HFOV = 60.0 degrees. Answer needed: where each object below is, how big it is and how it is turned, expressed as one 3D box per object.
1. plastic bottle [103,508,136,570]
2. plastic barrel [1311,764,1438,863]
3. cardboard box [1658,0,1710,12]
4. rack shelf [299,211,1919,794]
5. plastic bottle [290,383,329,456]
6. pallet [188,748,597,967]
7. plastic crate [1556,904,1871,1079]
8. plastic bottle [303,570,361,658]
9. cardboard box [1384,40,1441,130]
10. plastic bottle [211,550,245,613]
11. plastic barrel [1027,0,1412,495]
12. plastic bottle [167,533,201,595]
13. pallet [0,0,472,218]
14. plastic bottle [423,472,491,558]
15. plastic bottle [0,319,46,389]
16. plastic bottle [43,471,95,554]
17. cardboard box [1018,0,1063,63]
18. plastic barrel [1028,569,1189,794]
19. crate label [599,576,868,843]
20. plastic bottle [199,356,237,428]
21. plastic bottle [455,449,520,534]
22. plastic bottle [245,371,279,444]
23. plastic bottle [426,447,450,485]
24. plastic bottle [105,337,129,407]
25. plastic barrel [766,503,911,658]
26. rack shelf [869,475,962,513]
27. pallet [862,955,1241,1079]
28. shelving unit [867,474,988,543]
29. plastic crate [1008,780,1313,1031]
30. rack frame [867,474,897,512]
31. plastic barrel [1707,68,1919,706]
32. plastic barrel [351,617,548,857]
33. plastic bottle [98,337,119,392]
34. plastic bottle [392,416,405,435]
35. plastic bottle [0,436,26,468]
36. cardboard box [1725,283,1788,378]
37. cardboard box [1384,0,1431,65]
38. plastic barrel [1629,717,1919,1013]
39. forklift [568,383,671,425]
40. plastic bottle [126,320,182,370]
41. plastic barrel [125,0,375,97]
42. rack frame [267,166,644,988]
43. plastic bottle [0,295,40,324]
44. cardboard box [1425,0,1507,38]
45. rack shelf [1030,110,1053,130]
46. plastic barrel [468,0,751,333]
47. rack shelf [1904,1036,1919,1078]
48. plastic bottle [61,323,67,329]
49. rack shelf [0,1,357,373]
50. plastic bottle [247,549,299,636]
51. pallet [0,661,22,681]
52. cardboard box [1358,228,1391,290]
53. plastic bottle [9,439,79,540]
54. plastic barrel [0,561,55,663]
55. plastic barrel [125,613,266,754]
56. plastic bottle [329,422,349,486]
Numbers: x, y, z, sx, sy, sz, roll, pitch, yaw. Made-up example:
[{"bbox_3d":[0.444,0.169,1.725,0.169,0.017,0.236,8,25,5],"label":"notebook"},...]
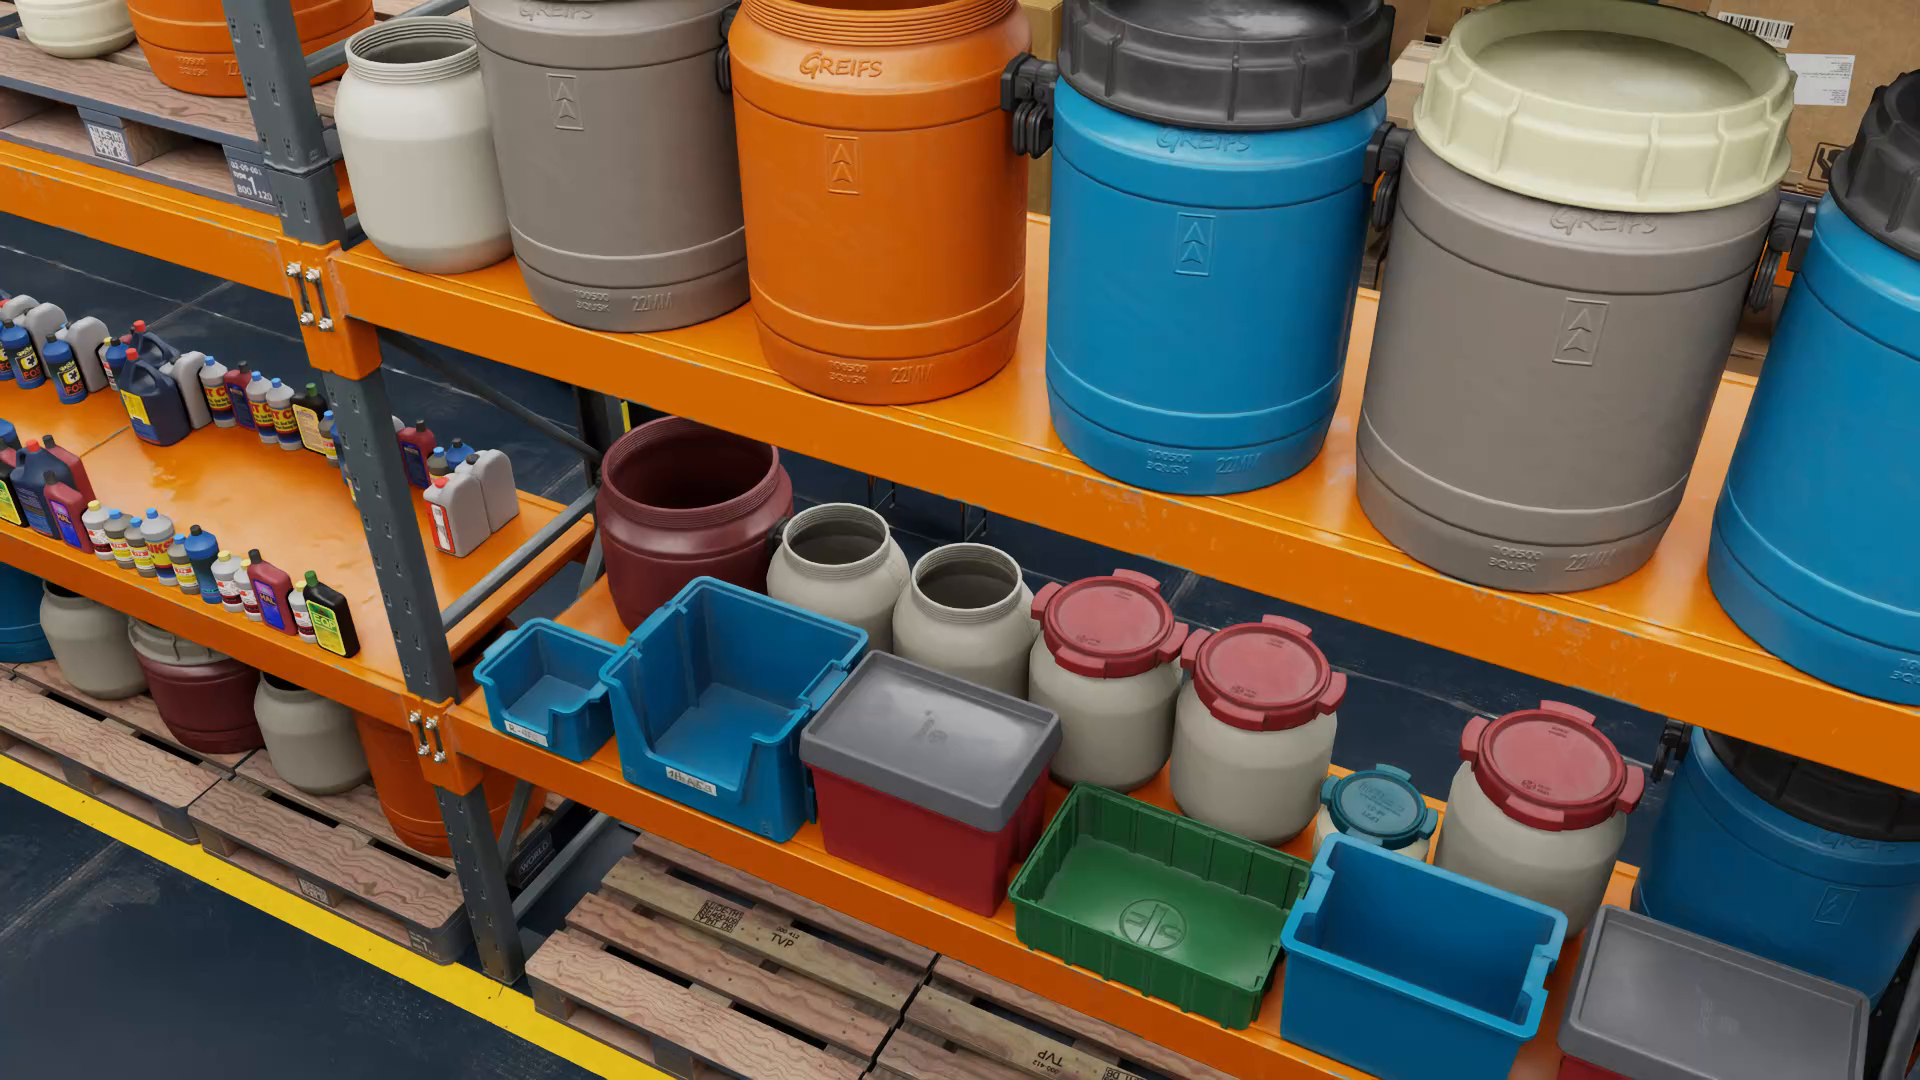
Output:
[{"bbox_3d":[-2.740,-0.012,5.449,0.097,0.201,0.097,0,37,0],"label":"plastic bottle"},{"bbox_3d":[1.080,0.778,4.359,0.301,0.262,0.301,0,37,0],"label":"plastic barrel"},{"bbox_3d":[5.386,-3.787,11.771,0.750,0.750,1.050,17,41,21],"label":"cardboard box"},{"bbox_3d":[0.409,-0.292,3.767,4.000,0.370,1.077,17,41,21],"label":"rack shelf"},{"bbox_3d":[-2.317,-0.441,5.947,0.133,0.283,0.061,17,41,21],"label":"plastic bottle"},{"bbox_3d":[-2.086,0.974,6.292,1.213,0.211,1.003,17,41,21],"label":"pallet"},{"bbox_3d":[1.614,1.177,3.666,0.583,0.464,0.402,17,41,21],"label":"plastic crate"},{"bbox_3d":[-1.923,0.224,5.071,0.133,0.283,0.061,17,41,21],"label":"plastic bottle"},{"bbox_3d":[2.293,-2.117,7.834,0.500,0.250,0.500,16,40,20],"label":"cardboard box"},{"bbox_3d":[-2.308,0.123,5.271,0.097,0.201,0.097,0,37,0],"label":"plastic bottle"},{"bbox_3d":[0.472,-0.610,3.177,0.708,0.901,0.600,17,41,21],"label":"plastic barrel"},{"bbox_3d":[-2.481,0.069,5.342,0.097,0.201,0.097,0,37,0],"label":"plastic bottle"},{"bbox_3d":[-2.001,-1.324,4.689,1.213,0.211,1.003,17,41,21],"label":"pallet"},{"bbox_3d":[-1.673,-0.102,5.506,0.135,0.276,0.152,17,41,21],"label":"plastic bottle"},{"bbox_3d":[-3.570,-0.713,6.315,0.097,0.271,0.097,0,37,0],"label":"plastic bottle"},{"bbox_3d":[-2.938,-0.094,5.490,0.133,0.283,0.061,17,41,21],"label":"plastic bottle"},{"bbox_3d":[0.358,-2.643,8.668,0.500,0.500,0.500,19,41,23],"label":"cardboard box"},{"bbox_3d":[0.400,0.411,4.616,0.433,0.535,0.433,0,37,0],"label":"plastic barrel"},{"bbox_3d":[-0.609,0.468,4.623,0.616,0.435,0.502,17,41,21],"label":"crate label"},{"bbox_3d":[-2.719,-0.550,6.100,0.097,0.271,0.097,0,37,0],"label":"plastic bottle"},{"bbox_3d":[-1.603,-0.184,5.614,0.135,0.276,0.152,17,41,21],"label":"plastic bottle"},{"bbox_3d":[-2.514,-0.486,6.016,0.097,0.271,0.097,0,37,0],"label":"plastic bottle"},{"bbox_3d":[-1.780,-0.228,5.734,0.097,0.201,0.097,0,37,0],"label":"plastic bottle"},{"bbox_3d":[-3.117,-0.633,6.210,0.097,0.271,0.097,0,37,0],"label":"plastic bottle"},{"bbox_3d":[-0.356,0.187,4.930,0.421,0.512,0.421,0,37,0],"label":"plastic barrel"},{"bbox_3d":[-0.147,-0.312,7.609,0.480,0.148,0.258,17,41,21],"label":"rack shelf"},{"bbox_3d":[0.382,1.747,5.273,1.213,0.211,1.003,17,41,21],"label":"pallet"},{"bbox_3d":[-0.147,-0.524,7.448,0.503,1.200,0.258,17,41,21],"label":"shelving unit"},{"bbox_3d":[0.508,0.925,4.226,0.662,0.188,0.450,17,41,21],"label":"plastic crate"},{"bbox_3d":[-0.364,-0.592,7.537,0.015,1.200,0.240,17,41,21],"label":"rack frame"},{"bbox_3d":[1.633,-0.247,2.698,0.708,0.901,0.600,17,41,21],"label":"plastic barrel"},{"bbox_3d":[-1.809,0.631,5.886,0.708,0.830,0.600,17,41,21],"label":"plastic barrel"},{"bbox_3d":[-3.207,-0.675,6.323,0.097,0.201,0.097,0,37,0],"label":"plastic bottle"},{"bbox_3d":[-2.014,-0.312,5.783,0.135,0.276,0.152,17,41,21],"label":"plastic bottle"},{"bbox_3d":[-3.192,-0.215,5.649,0.133,0.283,0.061,17,41,21],"label":"plastic bottle"},{"bbox_3d":[3.927,-0.848,8.090,0.500,0.500,0.700,14,39,18],"label":"cardboard box"},{"bbox_3d":[1.950,-2.575,8.232,0.500,0.500,0.700,24,43,28],"label":"cardboard box"},{"bbox_3d":[1.981,0.703,3.928,0.708,0.901,0.600,17,41,21],"label":"plastic barrel"},{"bbox_3d":[-2.219,-2.531,8.660,1.130,2.935,3.031,-30,46,-33],"label":"forklift"},{"bbox_3d":[-2.974,-0.646,6.161,0.185,0.351,0.144,17,41,21],"label":"plastic bottle"},{"bbox_3d":[-1.870,-1.632,4.236,0.708,0.830,0.600,17,41,21],"label":"plastic barrel"},{"bbox_3d":[-1.367,0.061,5.189,0.127,3.000,1.000,17,41,21],"label":"rack frame"},{"bbox_3d":[-3.648,-0.824,6.458,0.135,0.276,0.152,17,41,21],"label":"plastic bottle"},{"bbox_3d":[3.781,-4.287,12.430,0.750,0.750,1.050,17,40,21],"label":"cardboard box"},{"bbox_3d":[-0.865,-2.868,9.643,4.000,0.370,1.077,17,41,21],"label":"rack shelf"},{"bbox_3d":[-0.738,-0.989,3.676,0.600,0.901,0.600,0,37,0],"label":"plastic barrel"},{"bbox_3d":[3.961,2.015,3.209,4.000,0.370,1.077,17,41,21],"label":"rack shelf"},{"bbox_3d":[-3.413,-0.740,6.408,0.097,0.201,0.097,0,37,0],"label":"plastic bottle"},{"bbox_3d":[-3.143,-1.404,5.232,4.000,0.370,1.077,17,41,21],"label":"rack shelf"},{"bbox_3d":[-2.128,0.159,5.155,0.133,0.283,0.061,17,41,21],"label":"plastic bottle"},{"bbox_3d":[-4.253,0.296,7.185,1.213,0.211,1.003,17,41,21],"label":"pallet"},{"bbox_3d":[2.013,-1.455,8.890,0.500,0.500,0.700,14,39,18],"label":"cardboard box"},{"bbox_3d":[-3.060,-0.188,5.557,0.185,0.351,0.144,17,41,21],"label":"plastic bottle"},{"bbox_3d":[-3.815,-0.026,6.691,0.708,0.901,0.600,17,41,21],"label":"plastic barrel"},{"bbox_3d":[-2.812,0.413,6.372,0.708,0.588,0.600,17,41,21],"label":"plastic barrel"},{"bbox_3d":[-2.132,-0.325,5.804,0.097,0.271,0.097,0,37,0],"label":"plastic bottle"}]
